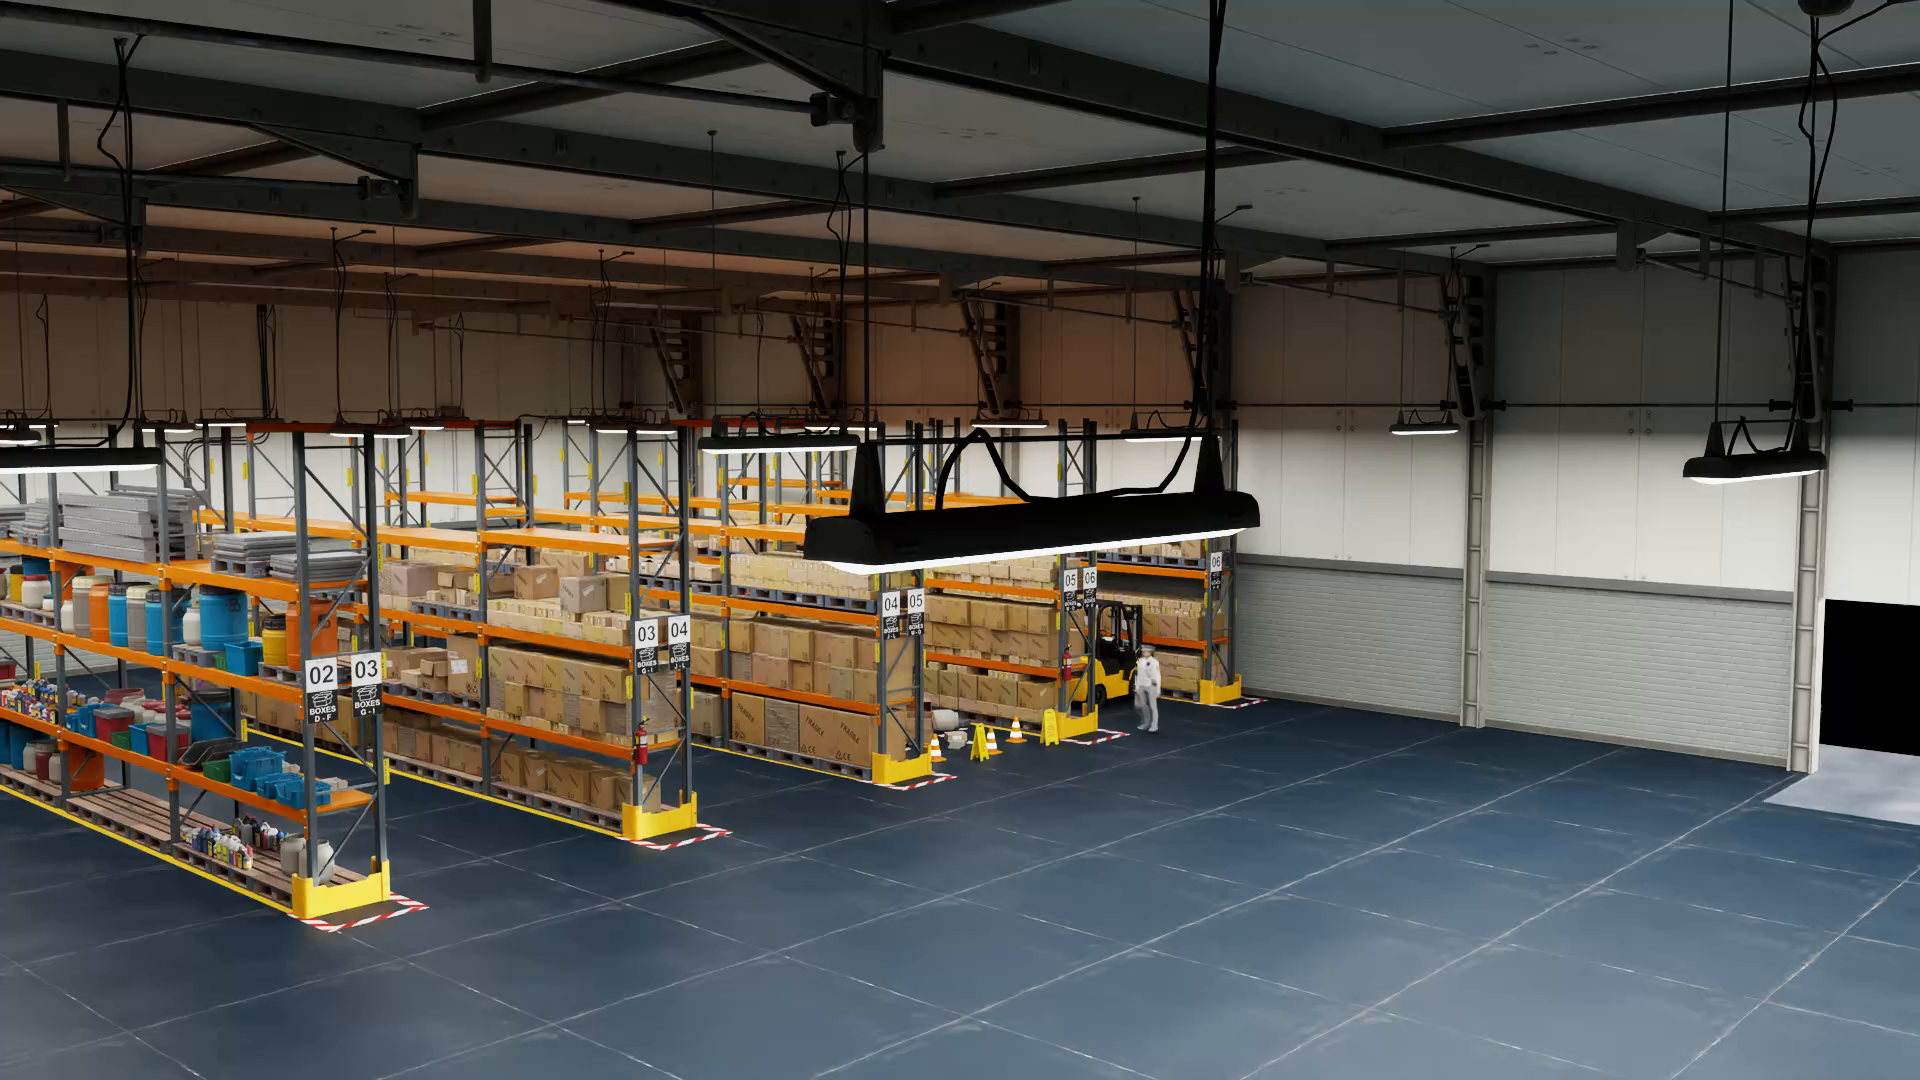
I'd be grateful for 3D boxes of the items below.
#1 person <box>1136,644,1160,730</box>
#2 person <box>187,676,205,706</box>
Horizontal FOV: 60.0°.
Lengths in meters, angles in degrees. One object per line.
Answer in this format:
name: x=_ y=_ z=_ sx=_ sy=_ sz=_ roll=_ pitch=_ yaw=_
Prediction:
person: x=3.657 y=2.871 z=32.225 sx=0.373 sy=1.722 sz=0.578 roll=-4 pitch=6 yaw=-43
person: x=-14.440 y=2.976 z=31.412 sx=0.430 sy=1.594 sz=0.372 roll=4 pitch=6 yaw=42
